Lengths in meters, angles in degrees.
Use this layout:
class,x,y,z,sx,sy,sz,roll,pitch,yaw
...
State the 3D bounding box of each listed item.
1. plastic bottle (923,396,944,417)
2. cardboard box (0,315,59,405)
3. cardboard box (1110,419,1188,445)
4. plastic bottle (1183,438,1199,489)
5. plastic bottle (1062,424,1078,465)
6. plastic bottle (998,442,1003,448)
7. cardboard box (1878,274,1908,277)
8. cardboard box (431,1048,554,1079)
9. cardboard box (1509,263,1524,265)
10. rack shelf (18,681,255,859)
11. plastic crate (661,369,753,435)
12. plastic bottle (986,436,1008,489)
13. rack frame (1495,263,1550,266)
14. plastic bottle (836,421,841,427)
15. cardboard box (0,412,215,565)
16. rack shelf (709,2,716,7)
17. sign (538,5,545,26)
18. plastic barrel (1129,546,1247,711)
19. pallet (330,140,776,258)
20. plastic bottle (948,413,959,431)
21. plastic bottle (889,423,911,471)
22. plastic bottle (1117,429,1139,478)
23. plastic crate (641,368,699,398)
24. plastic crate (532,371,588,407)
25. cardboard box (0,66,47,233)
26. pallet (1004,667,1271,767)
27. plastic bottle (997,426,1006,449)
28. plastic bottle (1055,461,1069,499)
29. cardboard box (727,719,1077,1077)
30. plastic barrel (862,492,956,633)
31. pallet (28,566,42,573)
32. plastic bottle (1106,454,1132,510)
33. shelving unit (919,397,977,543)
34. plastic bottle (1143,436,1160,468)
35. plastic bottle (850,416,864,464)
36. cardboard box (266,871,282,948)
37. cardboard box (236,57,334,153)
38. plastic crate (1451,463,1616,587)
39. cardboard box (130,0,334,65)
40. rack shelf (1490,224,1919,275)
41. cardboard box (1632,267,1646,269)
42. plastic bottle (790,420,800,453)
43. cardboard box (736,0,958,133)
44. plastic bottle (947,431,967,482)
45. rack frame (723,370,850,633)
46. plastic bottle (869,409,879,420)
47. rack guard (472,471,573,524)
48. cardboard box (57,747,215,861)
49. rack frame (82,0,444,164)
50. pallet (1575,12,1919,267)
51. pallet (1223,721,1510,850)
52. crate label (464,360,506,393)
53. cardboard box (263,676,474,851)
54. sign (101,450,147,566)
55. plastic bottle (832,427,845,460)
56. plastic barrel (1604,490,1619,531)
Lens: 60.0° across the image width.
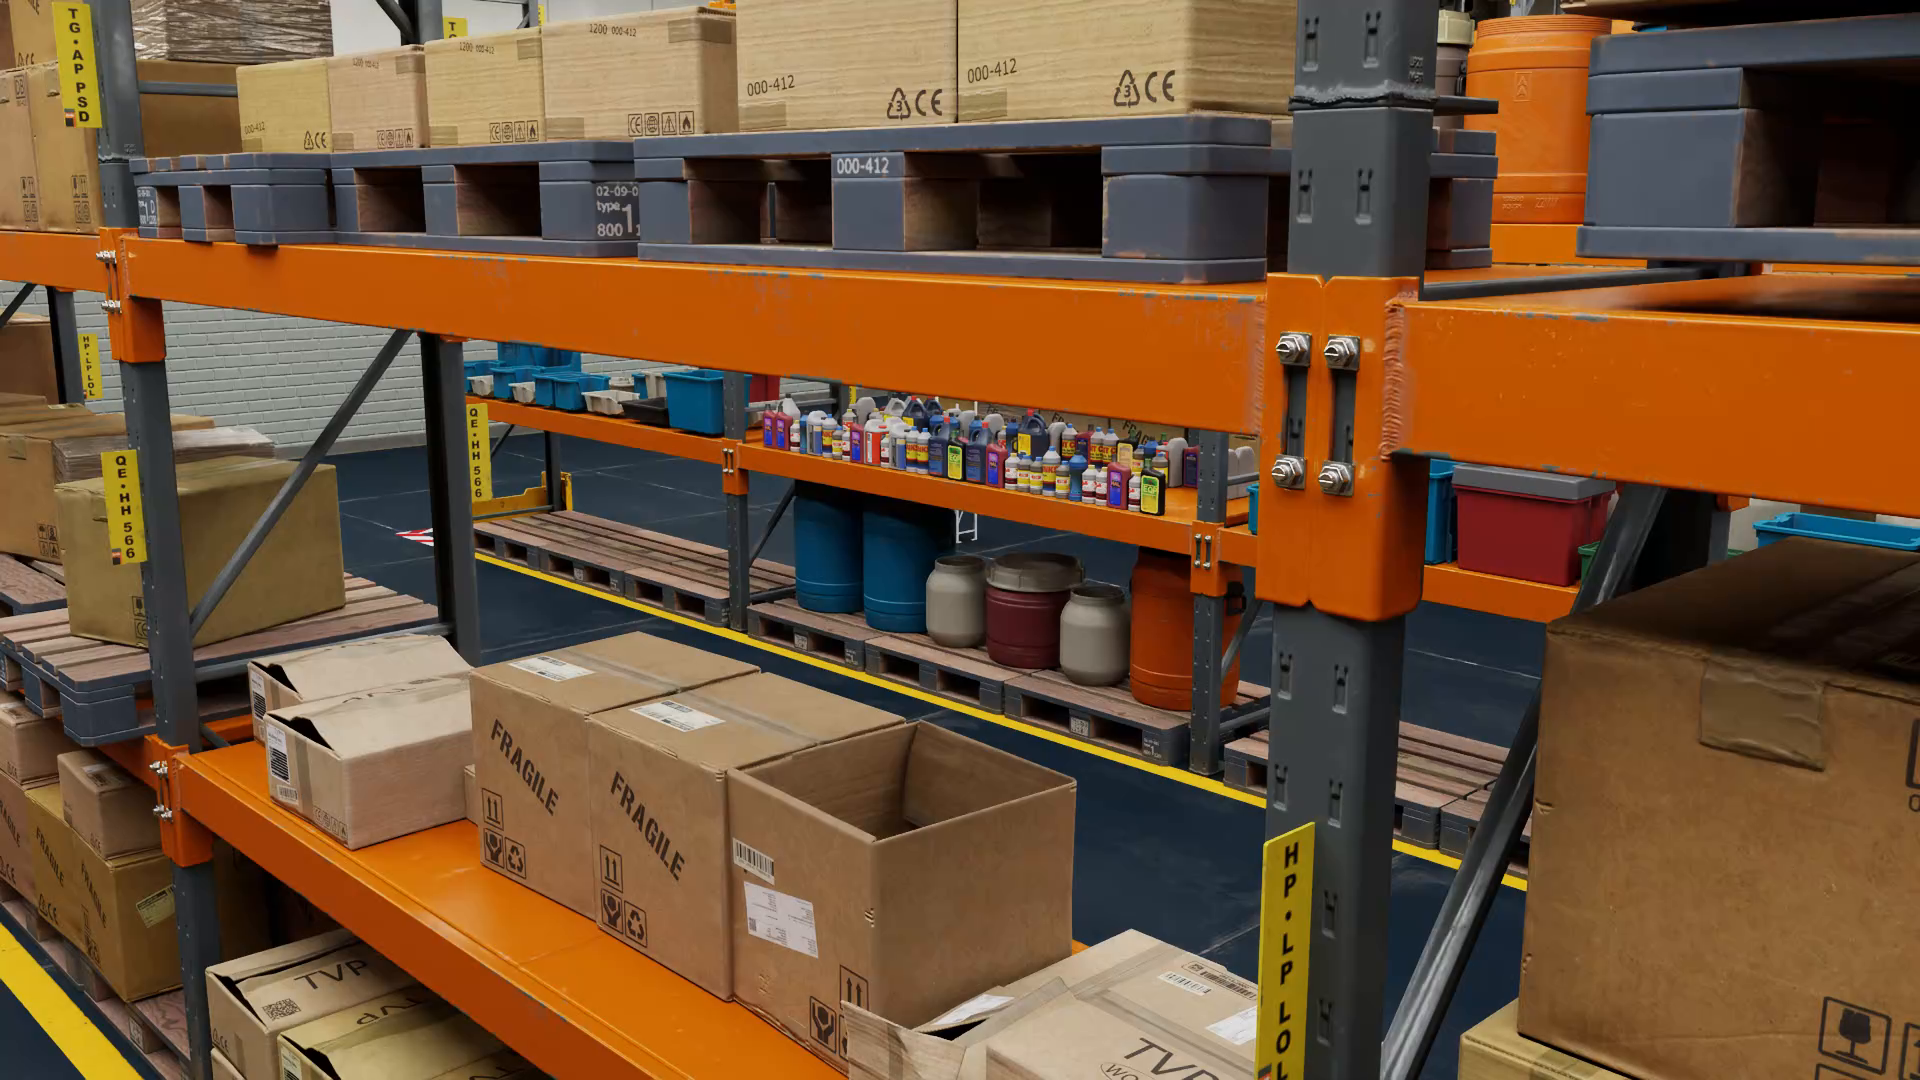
class,x,y,z,sx,sy,sz,roll,pitch,yaw
plastic bottle,-0.178,-0.775,10.863,0.144,0.351,0.185,-11,16,-43
cardboard box,-4.884,-0.872,8.484,0.500,0.500,0.500,-10,16,-41
cardboard box,2.007,-0.878,15.462,0.875,0.875,0.875,-11,16,-43
plastic bottle,1.326,-0.437,9.386,0.061,0.283,0.133,-11,16,-43
plastic bottle,0.662,-0.566,10.042,0.097,0.271,0.097,0,12,0
plastic bottle,0.184,-0.487,9.633,0.061,0.283,0.133,-11,16,-43
cardboard box,11.090,-3.127,19.431,0.500,0.500,0.500,-11,16,-43
cardboard box,-1.131,1.493,4.117,0.500,0.311,0.500,11,16,44
cardboard box,5.927,-3.066,18.395,0.500,0.500,0.500,-10,16,-41
rack shelf,-3.381,0.419,6.727,1.077,0.370,4.000,-11,16,-43
plastic crate,-1.746,-0.957,11.514,0.392,0.384,0.575,-11,16,-43
plastic bottle,0.208,-0.440,9.405,0.061,0.283,0.133,-11,16,-43
rack frame,6.062,-2.282,18.052,1.000,3.000,0.127,-11,16,-43
plastic bottle,-0.803,-0.664,10.692,0.097,0.201,0.097,0,12,0
cardboard box,-3.498,-0.231,6.809,0.500,0.500,0.700,7,14,31
rack shelf,-2.558,-3.597,12.343,1.077,0.370,4.000,-11,16,-43
sign,-3.553,-4.358,14.063,0.100,0.325,0.005,-11,16,-43
plastic barrel,1.235,0.457,9.097,0.600,0.830,0.708,-11,16,-43
pallet,-0.692,-0.769,3.743,1.003,0.211,1.213,-10,15,-40
plastic bottle,-0.055,-0.673,10.562,0.097,0.271,0.097,0,12,0
plastic bottle,-0.334,-0.565,10.025,0.152,0.276,0.135,-11,16,-43
plastic bottle,0.982,-0.509,9.739,0.061,0.283,0.133,-11,16,-43
plastic crate,-2.099,-1.135,12.631,0.437,0.282,0.530,-11,16,-43
plastic crate,-3.098,-1.172,12.933,0.416,0.233,0.300,-11,16,-43
cardboard box,-2.678,-1.293,5.572,0.910,0.500,0.500,-11,16,-43
pallet,1.010,0.925,9.397,1.003,0.211,1.213,-11,16,-43
plastic bottle,0.282,-0.612,10.439,0.097,0.201,0.097,0,12,0
plastic bottle,0.570,-0.329,9.068,0.097,0.201,0.097,0,12,0
cardboard box,-0.120,0.702,3.322,0.500,0.500,0.500,-9,15,-39
plastic barrel,-0.325,0.092,10.690,0.600,0.901,0.708,-11,16,-43
pallet,-4.289,0.001,7.451,1.003,0.211,1.213,-11,16,-43
plastic bottle,0.838,-0.307,8.758,0.061,0.283,0.133,-11,16,-43
shelving unit,-0.114,-0.612,14.408,0.258,1.200,0.503,-11,16,-43
plastic bottle,1.096,-0.456,9.511,0.097,0.271,0.097,0,12,0
plastic bottle,-0.619,-0.615,10.253,0.061,0.283,0.133,-11,16,-43
cardboard box,-2.473,1.185,6.328,0.500,0.500,0.500,11,16,43
cardboard box,-1.646,-1.184,4.624,0.500,0.250,0.500,10,15,41
plastic crate,2.480,-0.084,7.227,0.402,0.464,0.583,-11,16,-43
cardboard box,-2.297,-1.714,5.137,0.500,0.500,0.500,-11,16,-43
rack shelf,2.966,-1.156,6.938,1.077,0.370,4.000,-11,16,-43
cardboard box,9.047,-3.555,21.508,0.500,0.500,0.500,-11,16,-43
plastic bottle,-1.048,-0.671,10.727,0.097,0.201,0.097,0,12,0
cardboard box,-0.038,-0.830,2.904,0.500,0.250,0.500,10,15,40
plastic bottle,-0.012,-0.487,9.630,0.061,0.283,0.133,-11,16,-43
rack frame,-1.177,-0.915,11.419,1.000,3.000,0.127,-11,16,-43
plastic bottle,-0.571,-0.792,11.315,0.097,0.201,0.097,0,12,0
rack guard,-3.966,-0.276,14.513,1.175,0.500,0.348,-11,16,-43
cardboard box,-2.858,0.889,5.910,0.500,0.250,0.500,-10,15,-40
rack frame,-2.000,-2.580,4.632,1.000,3.000,0.127,-11,16,-43
pallet,1.370,-0.363,1.524,1.003,0.211,1.213,-11,16,-43
pallet,2.092,1.153,8.292,1.003,0.211,1.213,-11,16,-43
crate label,-4.007,-1.364,13.865,0.416,0.233,0.303,-11,16,-43
cardboard box,-1.522,0.560,4.482,0.500,0.311,0.500,-11,16,-43
sign,-2.386,-0.093,4.755,0.100,0.325,0.005,-11,16,-43
plastic bottle,-0.753,-0.609,10.424,0.097,0.201,0.097,0,12,0
plastic barrel,3.040,-0.154,7.390,0.433,0.535,0.433,0,12,0
